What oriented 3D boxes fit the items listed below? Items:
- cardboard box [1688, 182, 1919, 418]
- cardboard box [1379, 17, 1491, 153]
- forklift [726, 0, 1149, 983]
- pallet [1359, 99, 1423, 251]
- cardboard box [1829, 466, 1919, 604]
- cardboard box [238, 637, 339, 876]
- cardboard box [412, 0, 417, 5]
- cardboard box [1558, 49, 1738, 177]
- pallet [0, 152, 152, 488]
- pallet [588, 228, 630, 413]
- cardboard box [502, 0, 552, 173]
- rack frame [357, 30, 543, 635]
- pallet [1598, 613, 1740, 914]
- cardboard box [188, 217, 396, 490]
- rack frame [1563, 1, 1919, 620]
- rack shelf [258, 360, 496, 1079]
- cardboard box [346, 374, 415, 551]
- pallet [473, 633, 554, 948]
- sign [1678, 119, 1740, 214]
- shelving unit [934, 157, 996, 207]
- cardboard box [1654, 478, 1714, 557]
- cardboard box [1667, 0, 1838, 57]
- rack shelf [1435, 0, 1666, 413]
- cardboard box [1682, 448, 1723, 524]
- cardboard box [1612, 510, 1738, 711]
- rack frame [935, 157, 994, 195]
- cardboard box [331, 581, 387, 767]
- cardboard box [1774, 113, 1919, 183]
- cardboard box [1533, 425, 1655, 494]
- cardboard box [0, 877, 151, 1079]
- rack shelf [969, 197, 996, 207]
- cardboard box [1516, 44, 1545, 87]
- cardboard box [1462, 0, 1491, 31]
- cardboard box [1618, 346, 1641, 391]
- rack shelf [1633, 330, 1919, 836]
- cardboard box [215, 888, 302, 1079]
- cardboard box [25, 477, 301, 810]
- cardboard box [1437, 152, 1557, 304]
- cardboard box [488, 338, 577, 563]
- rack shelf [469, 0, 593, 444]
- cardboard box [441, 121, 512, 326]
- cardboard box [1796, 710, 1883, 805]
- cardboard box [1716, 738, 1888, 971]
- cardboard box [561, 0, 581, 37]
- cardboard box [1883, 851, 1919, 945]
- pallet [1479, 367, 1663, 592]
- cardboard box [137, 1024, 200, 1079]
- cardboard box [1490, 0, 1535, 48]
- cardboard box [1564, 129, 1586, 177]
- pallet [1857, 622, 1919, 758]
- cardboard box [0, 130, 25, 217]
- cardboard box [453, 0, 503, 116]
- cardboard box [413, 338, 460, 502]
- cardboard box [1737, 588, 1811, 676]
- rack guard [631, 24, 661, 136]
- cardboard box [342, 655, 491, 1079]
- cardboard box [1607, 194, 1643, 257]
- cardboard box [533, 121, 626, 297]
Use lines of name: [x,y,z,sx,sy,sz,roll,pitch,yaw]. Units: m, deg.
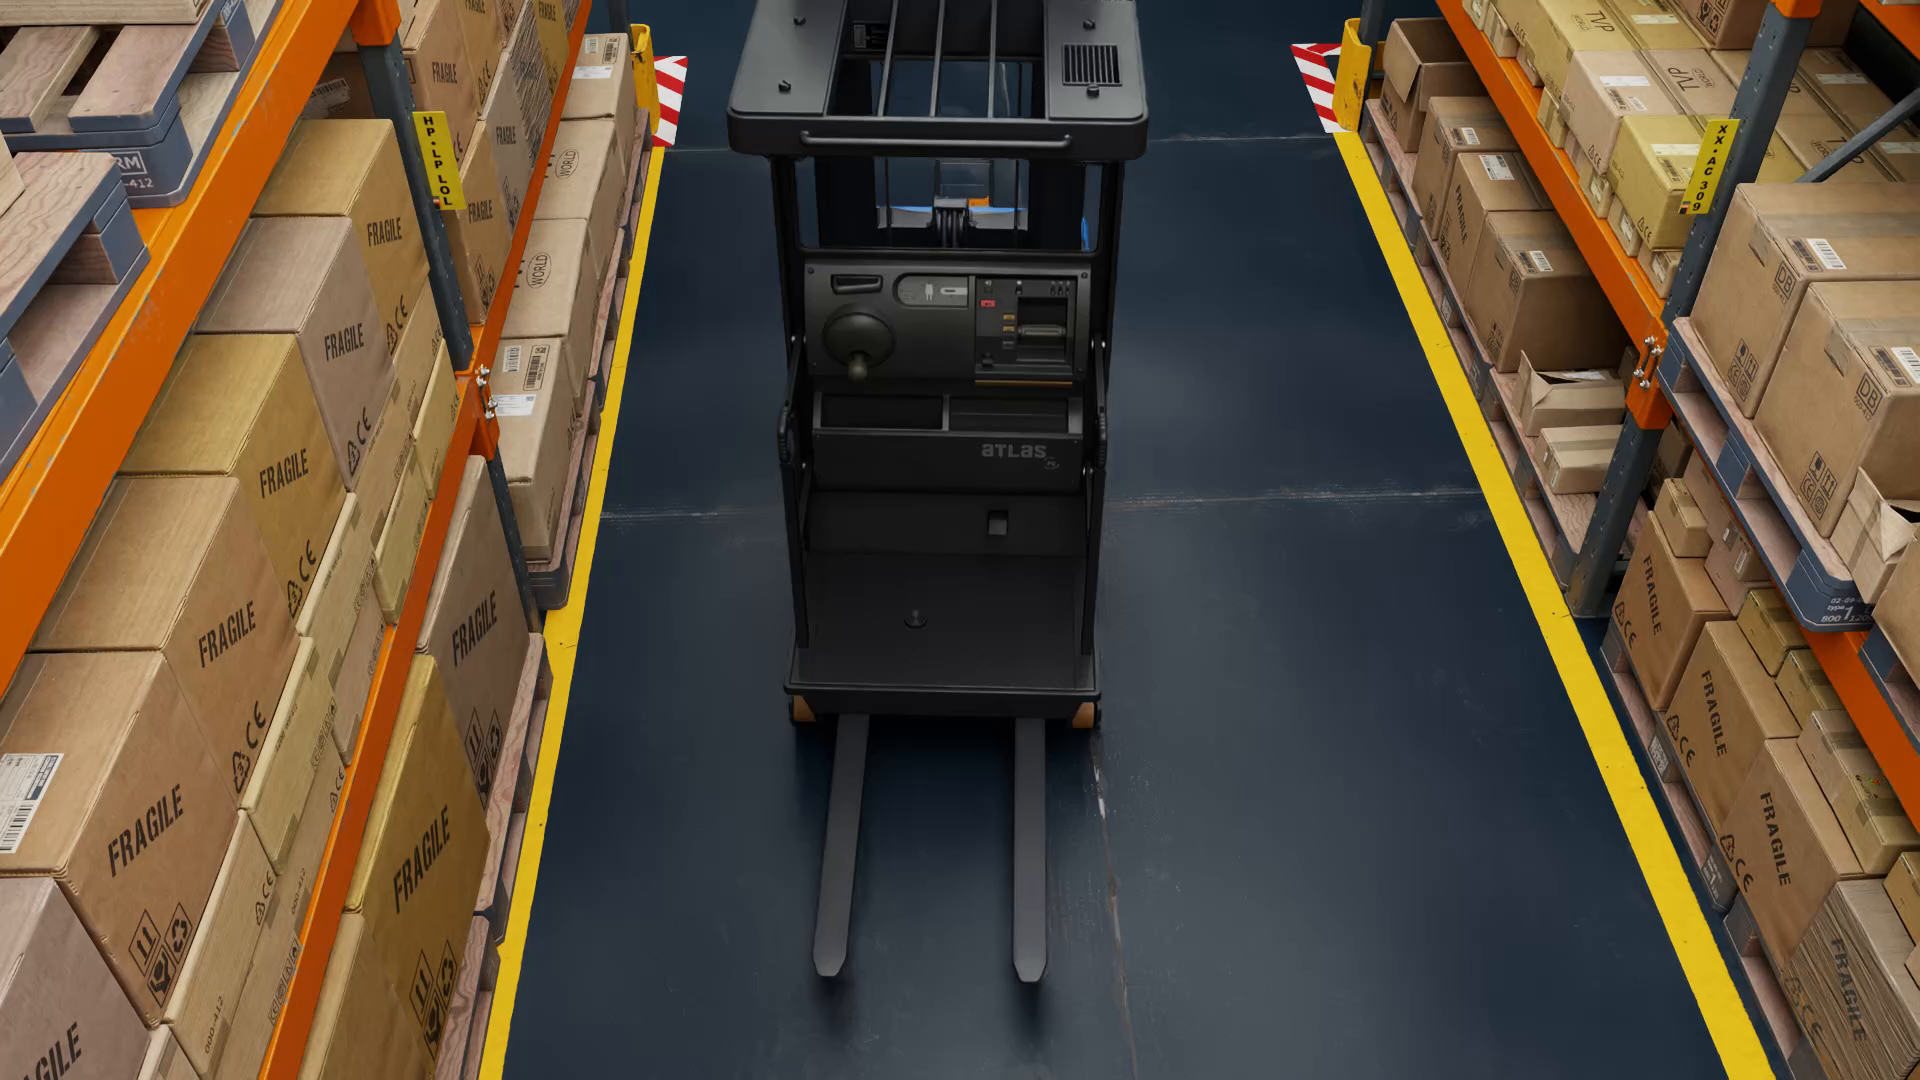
cardboard box: [2.659,-0.713,4.923,0.700,0.500,0.500,-1,43,-1]
cardboard box: [2.623,-2.373,8.656,0.797,0.503,0.637,-3,43,-3]
forklift: [-0.046,-0.623,5.261,1.130,2.935,3.031,1,43,1]
pallet: [2.730,-1.937,8.707,1.003,0.211,1.213,-2,43,-2]
cardboard box: [2.538,-0.011,4.330,0.396,0.266,0.258,0,43,0]
cardboard box: [-1.740,0.484,3.743,0.500,0.250,0.500,-1,43,-1]
cardboard box: [-1.878,-1.747,5.142,0.380,0.149,0.250,-1,43,-1]
cardboard box: [2.561,-1.583,6.148,0.500,0.250,0.500,-2,43,-2]
pallet: [-2.058,-0.233,2.704,1.003,0.211,1.213,0,43,0]
pallet: [-2.106,-1.022,7.709,1.003,0.211,1.213,-2,43,-2]
cardboard box: [-1.887,-1.746,6.361,0.500,0.500,0.500,-1,43,-2]
rack frame: [-2.097,-0.709,5.304,1.000,3.000,0.127,-2,43,-2]
pallet: [2.934,0.722,5.806,1.003,0.211,1.213,-2,43,-2]
cardboard box: [-1.798,-0.471,4.230,0.500,0.500,0.500,-1,43,-1]
rack frame: [2.862,-0.854,5.462,1.000,3.000,0.127,-2,43,-2]
rack shelf: [-2.012,0.906,4.074,1.077,0.370,4.000,-2,43,-2]
cardboard box: [-1.807,-0.210,4.501,0.500,0.250,0.500,-1,43,-1]
pallet: [-1.989,0.837,5.680,1.003,0.211,1.213,-2,43,-2]
sign: [2.320,-1.153,5.147,0.100,0.325,0.005,-2,43,-2]
shelving unit: [0.018,-1.091,7.047,0.258,1.200,0.189,1,40,1]
cardboard box: [2.611,-0.077,5.673,0.380,0.149,0.250,0,43,0]
cardboard box: [3.063,-1.937,6.535,0.500,0.250,0.500,-1,43,-1]
rack shelf: [2.777,-1.939,7.178,1.077,0.370,4.000,-2,43,-2]
cardboard box: [2.672,-0.188,5.574,0.380,0.149,0.250,-2,43,-3]
cardboard box: [2.658,0.245,5.801,0.500,0.500,0.500,0,43,0]
rack frame: [0.019,-1.150,7.117,0.240,1.200,0.006,1,40,1]
cardboard box: [-1.803,0.327,4.285,0.500,0.250,0.500,-3,43,-3]
cardboard box: [3.111,-1.251,5.785,0.500,0.250,0.500,-2,43,-2]
cardboard box: [2.545,-0.326,6.685,0.380,0.149,0.250,-3,43,-3]
cardboard box: [-1.735,0.911,2.722,0.500,0.500,0.500,-1,43,-2]
rack shelf: [0.018,-1.331,6.843,0.258,0.103,0.180,1,40,1]
cardboard box: [2.548,-2.012,6.911,0.380,0.149,0.250,-2,43,-2]
cardboard box: [2.437,-2.361,7.292,0.380,0.149,0.250,-3,43,-3]
cardboard box: [3.052,-0.704,7.097,0.380,0.149,0.250,-2,43,-2]
rack shelf: [2.947,0.761,4.232,1.077,0.370,4.000,-2,43,-2]
cardboard box: [-1.753,1.008,3.541,0.500,0.250,0.500,0,43,0]
cardboard box: [-1.759,0.221,3.475,0.500,0.500,0.500,-1,43,-1]
cardboard box: [2.543,-1.434,7.634,0.500,0.500,0.500,-1,43,-1]
cardboard box: [-2.016,-0.346,6.493,0.875,0.438,0.875,-2,43,-2]
rack shelf: [-2.182,-1.794,7.020,1.077,0.370,4.000,-2,43,-2]
cardboard box: [-1.855,-1.070,5.624,0.500,0.500,0.500,0,43,0]
cardboard box: [2.721,0.635,4.896,0.380,0.149,0.250,-2,43,-2]
cardboard box: [2.707,0.942,5.042,0.500,0.500,0.500,-3,43,-3]
cardboard box: [-1.944,-2.442,7.120,0.500,0.500,0.500,-1,43,-1]
cardboard box: [2.770,0.984,4.515,0.380,0.149,0.250,-1,43,-2]
pallet: [2.834,-0.290,6.910,1.003,0.211,1.213,-2,43,-2]
cardboard box: [-1.723,1.164,3.001,0.500,0.250,0.500,-1,43,-1]
cardboard box: [2.532,-2.268,6.895,0.500,0.250,0.500,-3,43,-3]
cardboard box: [2.544,-1.497,6.350,0.380,0.149,0.250,-1,43,-1]
pallet: [2.945,0.604,4.013,1.003,0.211,1.213,-2,43,-2]
cardboard box: [-1.867,-0.611,2.839,0.380,0.166,0.250,2,43,2]
cardboard box: [-1.891,-1.784,5.663,0.500,0.500,0.500,-2,43,-2]
cardboard box: [-1.826,-0.358,5.032,0.500,0.250,0.500,-3,43,-3]
cardboard box: [2.723,0.281,5.283,0.380,0.149,0.250,-4,43,-4]
rack guard: [-2.268,-2.504,9.112,1.175,0.500,0.348,-2,43,-2]
cardboard box: [-1.945,0.945,4.761,0.875,0.875,0.875,-1,43,-1]
cardboard box: [2.563,-1.145,5.965,0.380,0.149,0.250,-1,43,-1]
cardboard box: [-2.092,-1.560,7.817,0.875,0.438,0.875,-1,43,-1]
